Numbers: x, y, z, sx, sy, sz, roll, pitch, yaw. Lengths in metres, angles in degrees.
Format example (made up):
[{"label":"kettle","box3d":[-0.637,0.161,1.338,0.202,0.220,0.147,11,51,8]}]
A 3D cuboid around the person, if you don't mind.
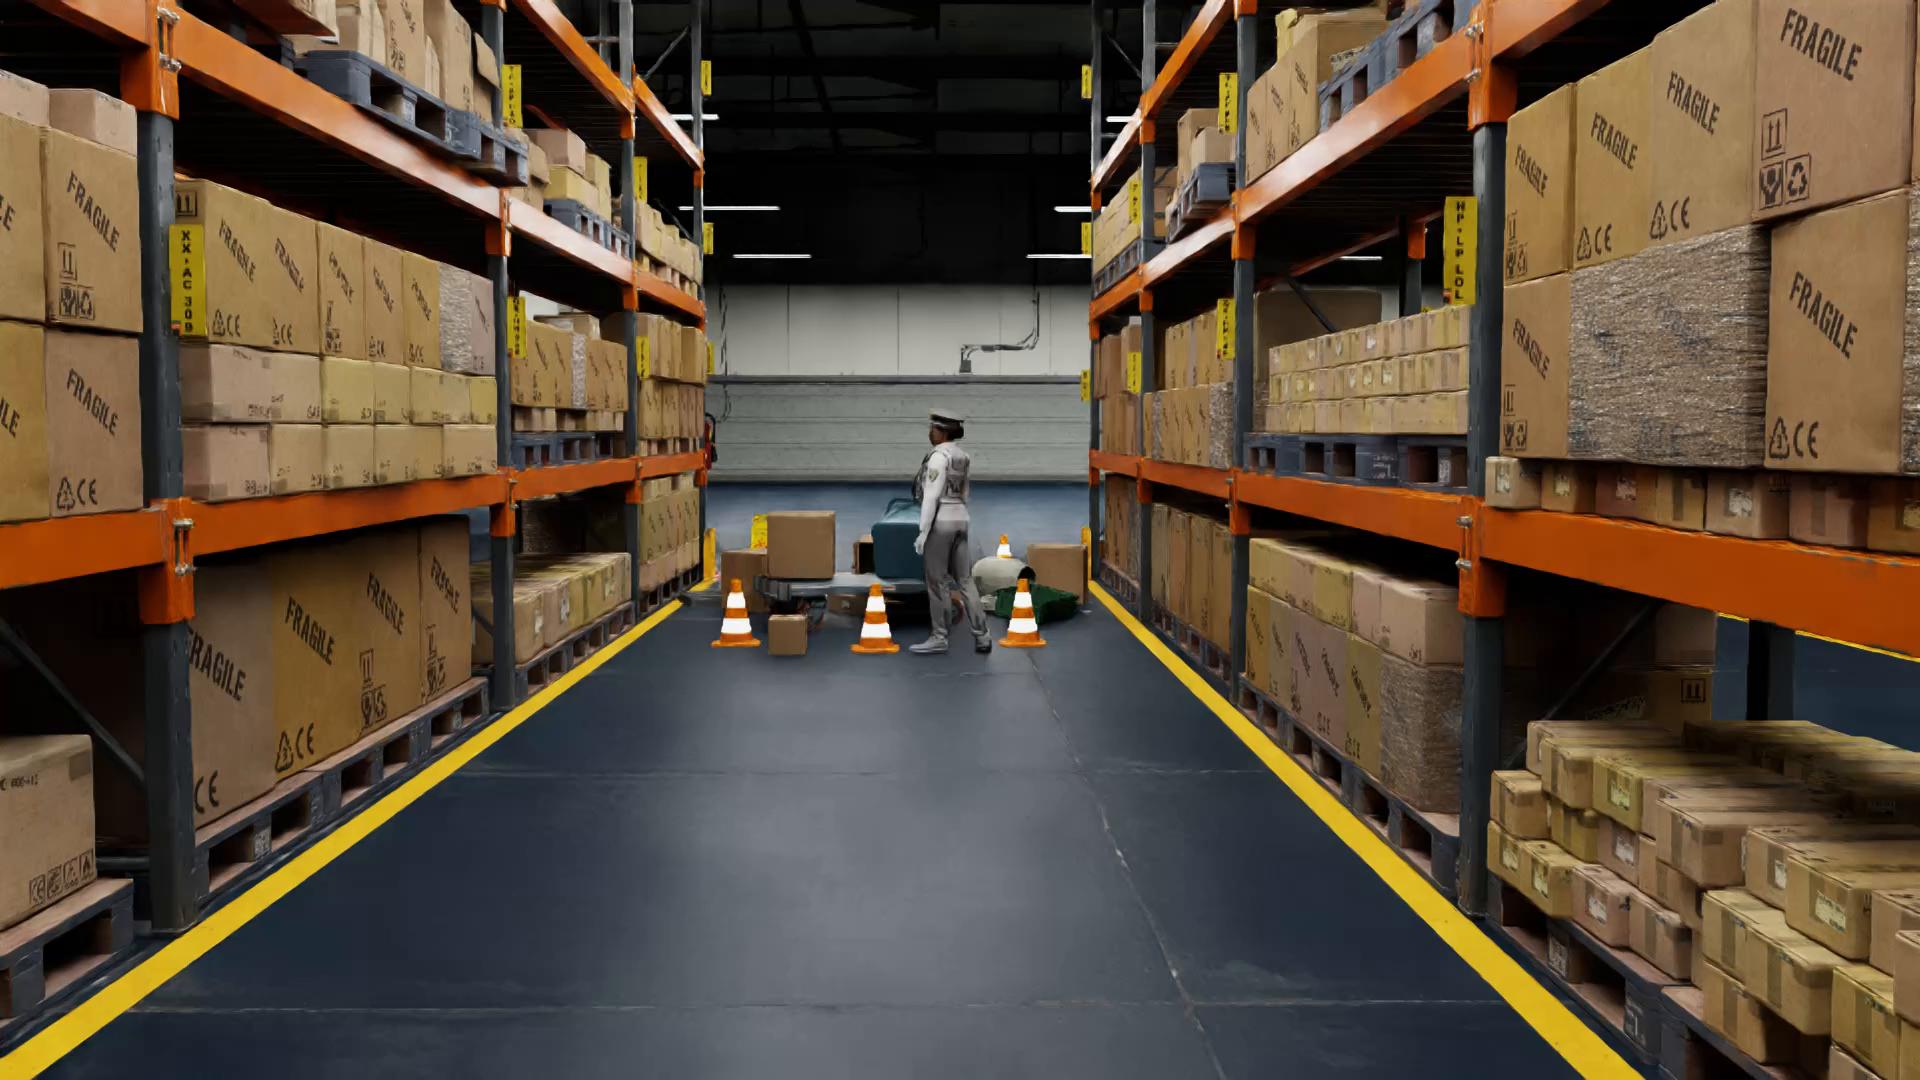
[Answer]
[{"label":"person","box3d":[-0.067,-0.063,11.333,0.505,1.678,0.635,2,4,30]}]
